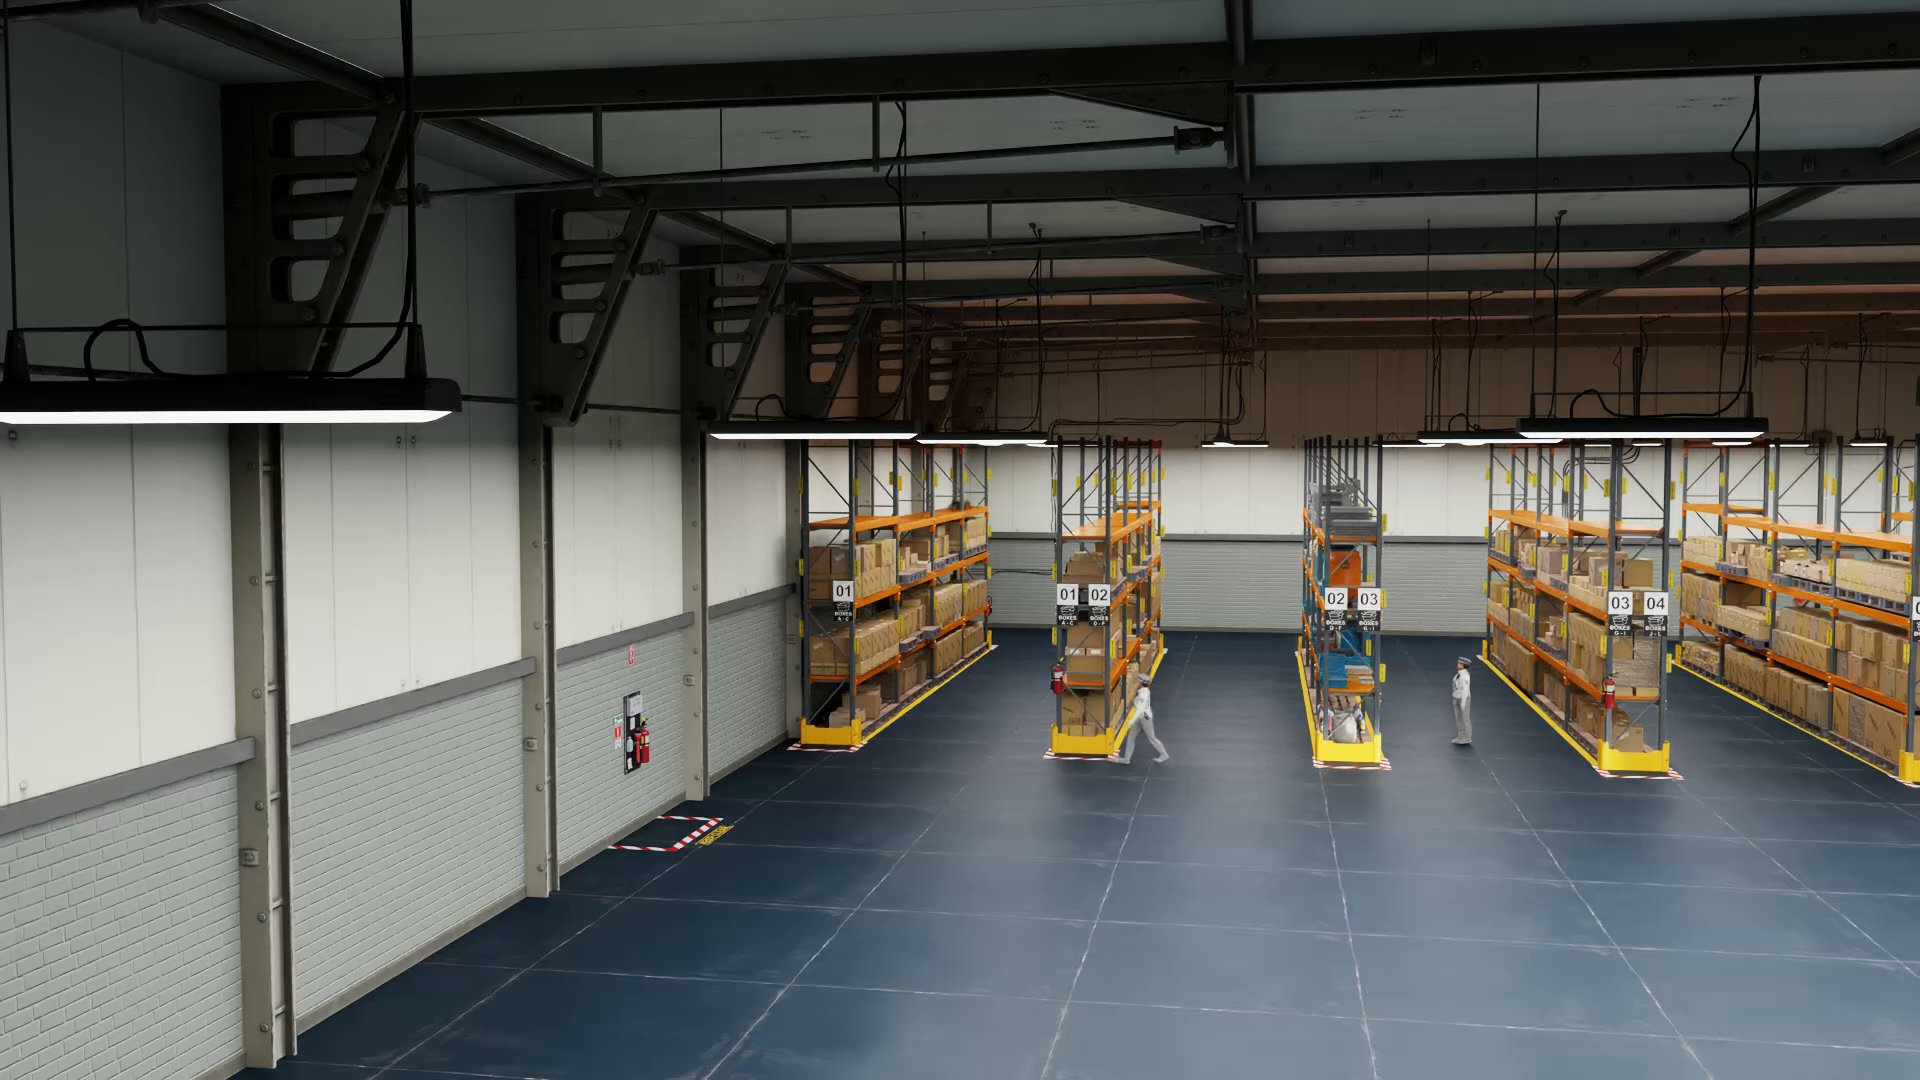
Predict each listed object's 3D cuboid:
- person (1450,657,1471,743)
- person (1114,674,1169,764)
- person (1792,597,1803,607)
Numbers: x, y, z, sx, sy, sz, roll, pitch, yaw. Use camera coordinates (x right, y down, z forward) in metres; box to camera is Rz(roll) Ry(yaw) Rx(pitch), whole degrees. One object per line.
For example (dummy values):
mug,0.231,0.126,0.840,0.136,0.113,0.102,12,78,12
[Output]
person,9.778,3.122,32.439,0.381,1.700,0.502,-1,3,-16
person,3.313,3.251,30.228,0.962,1.646,0.420,-1,3,-20
person,22.655,2.388,45.120,1.041,1.729,0.627,1,3,10
